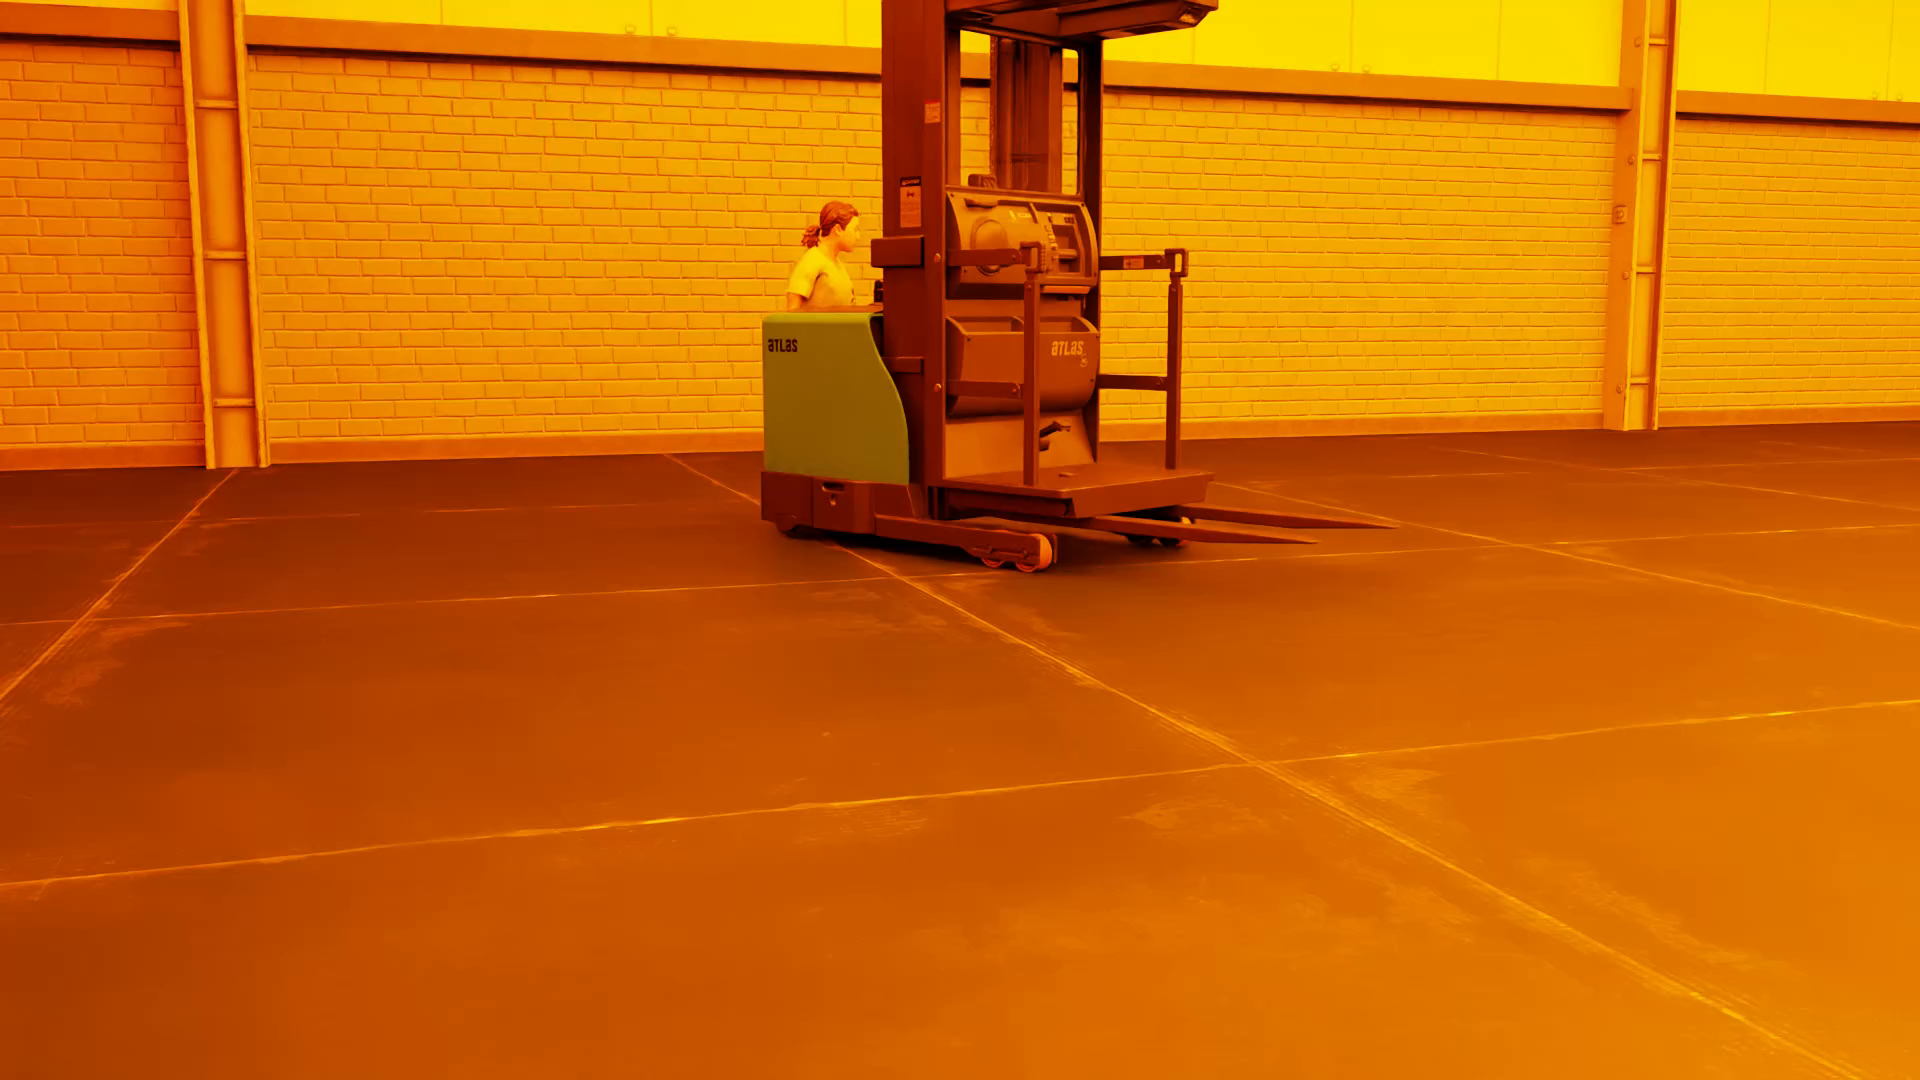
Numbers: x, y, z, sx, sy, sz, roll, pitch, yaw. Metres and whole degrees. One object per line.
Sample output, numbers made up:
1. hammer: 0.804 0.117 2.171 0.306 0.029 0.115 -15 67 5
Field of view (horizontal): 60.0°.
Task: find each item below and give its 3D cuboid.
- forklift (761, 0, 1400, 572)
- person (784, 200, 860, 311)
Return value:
1. forklift: 0.443 -1.396 7.310 3.031 2.935 1.130 7 11 43
2. person: -0.693 -0.920 8.615 0.386 1.644 0.771 2 8 16
